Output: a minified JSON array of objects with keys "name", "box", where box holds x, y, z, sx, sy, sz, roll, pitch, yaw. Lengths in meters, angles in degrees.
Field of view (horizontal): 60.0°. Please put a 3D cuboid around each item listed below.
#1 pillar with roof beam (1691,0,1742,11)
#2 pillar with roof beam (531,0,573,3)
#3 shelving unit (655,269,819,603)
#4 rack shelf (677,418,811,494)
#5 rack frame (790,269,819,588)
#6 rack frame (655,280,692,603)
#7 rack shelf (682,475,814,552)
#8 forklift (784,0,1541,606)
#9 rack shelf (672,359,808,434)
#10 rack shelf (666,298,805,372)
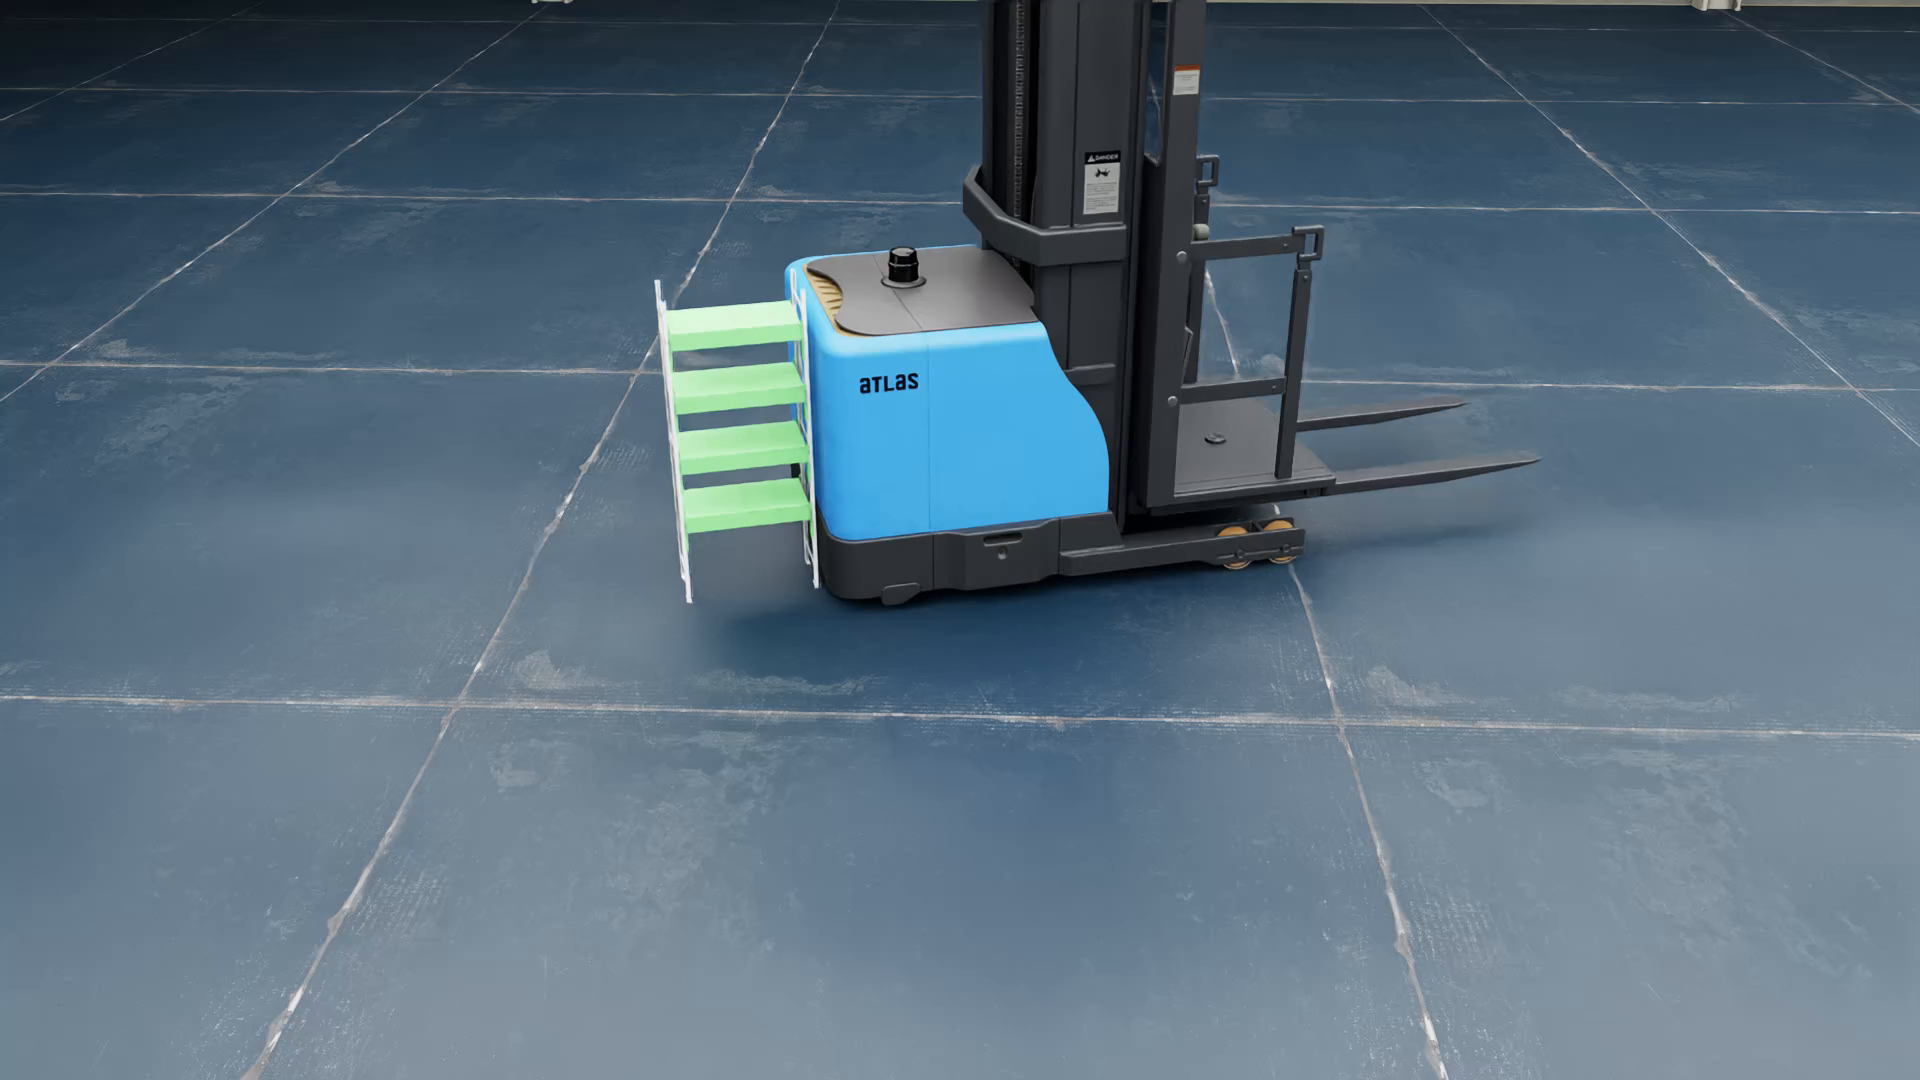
[{"name":"pillar with roof beam","box":[7.588,-7.416,11.133,0.400,9.000,9.100,1,28,2]},{"name":"pillar with roof beam","box":[-4.404,-7.615,11.507,0.400,9.000,9.100,1,28,2]},{"name":"shelving unit","box":[-0.817,-0.373,6.172,0.503,1.200,0.258,-7,29,-13]},{"name":"rack shelf","box":[-0.817,-0.316,6.202,0.480,0.148,0.258,-7,29,-13]},{"name":"rack frame","box":[-0.580,-0.401,6.226,0.015,1.200,0.240,-7,29,-13]},{"name":"rack frame","box":[-1.053,-0.345,6.119,0.015,1.200,0.240,-7,29,-13]},{"name":"rack shelf","box":[-0.817,-0.104,6.315,0.480,0.148,0.258,-7,29,-13]},{"name":"forklift","box":[0.871,-1.412,6.284,3.031,2.935,1.130,-7,29,-13]},{"name":"rack shelf","box":[-0.817,-0.529,6.090,0.480,0.148,0.258,-7,29,-13]},{"name":"rack shelf","box":[-0.817,-0.741,5.978,0.480,0.148,0.258,-7,29,-13]}]
